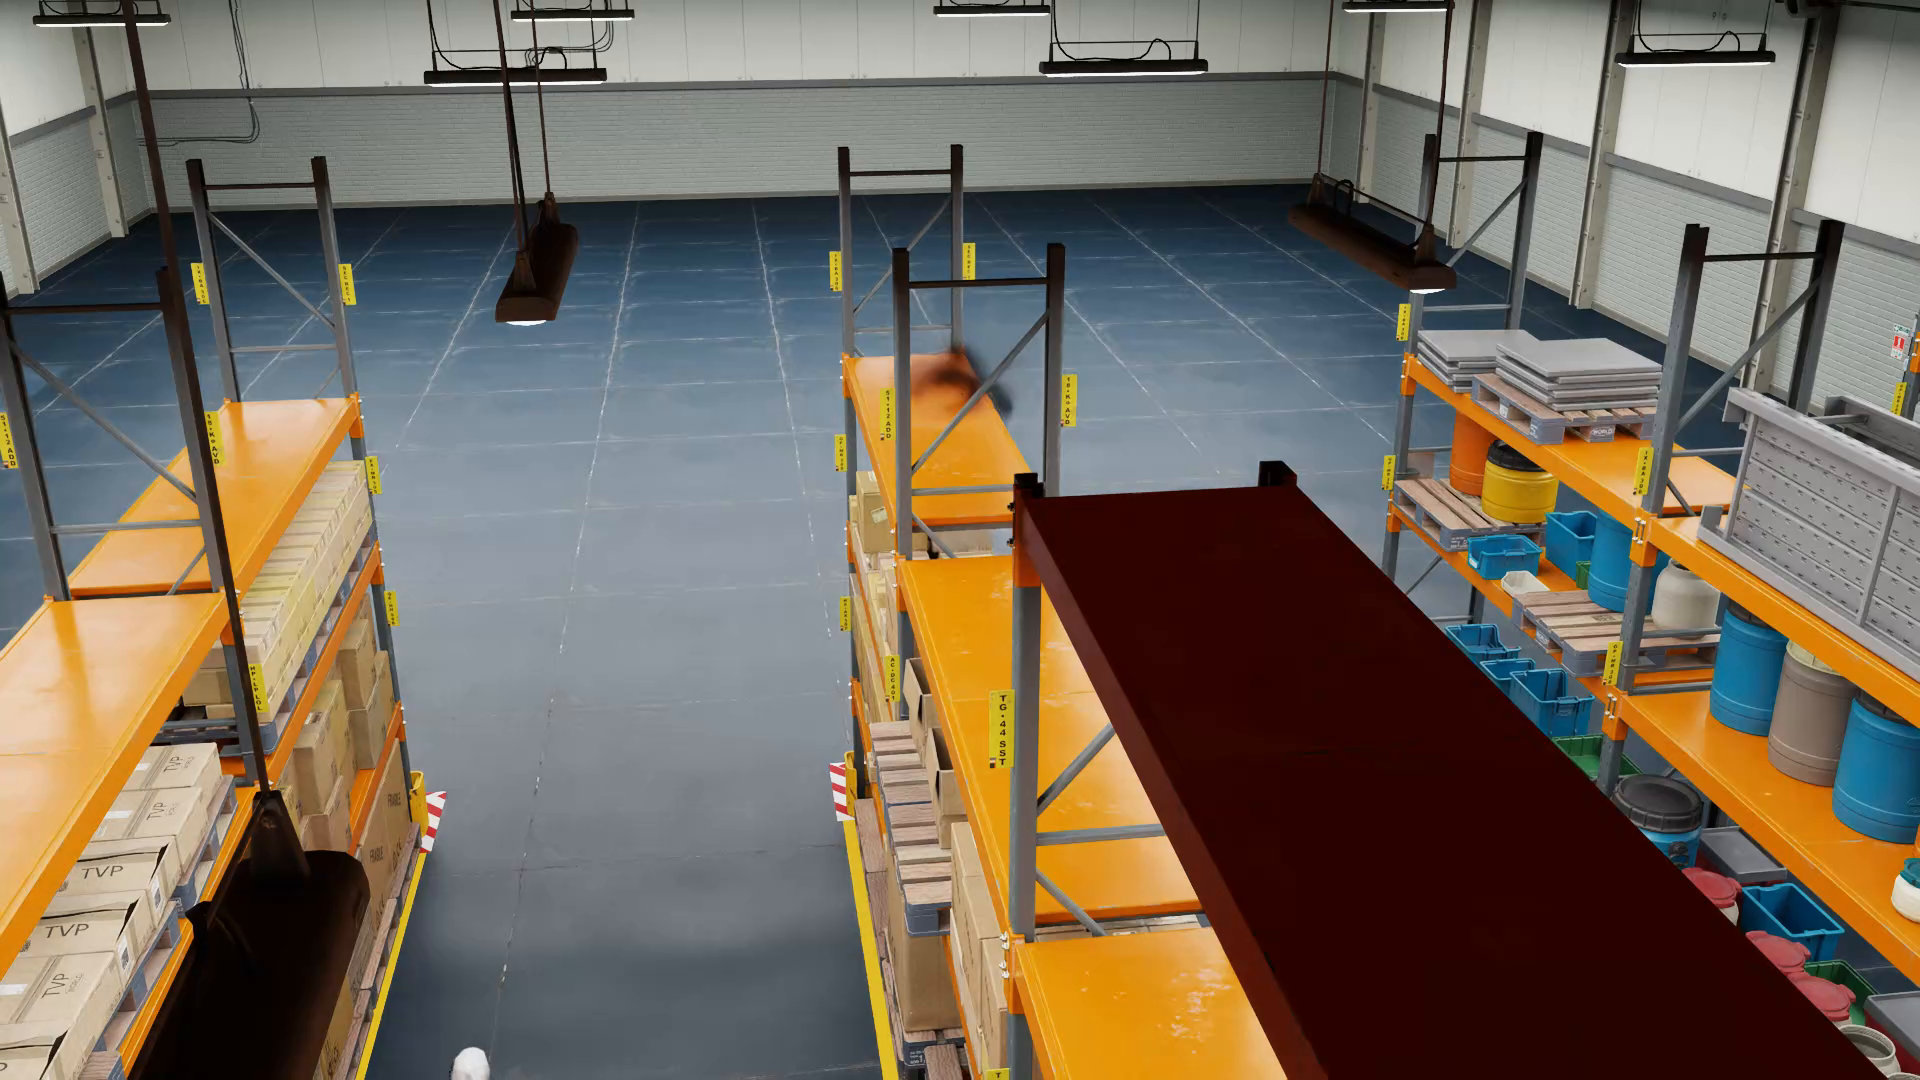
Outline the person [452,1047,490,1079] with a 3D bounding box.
[{"bbox_3d":[-2.812,3.748,9.842,0.700,1.719,0.625,-6,22,-15],"label":"person"}]
